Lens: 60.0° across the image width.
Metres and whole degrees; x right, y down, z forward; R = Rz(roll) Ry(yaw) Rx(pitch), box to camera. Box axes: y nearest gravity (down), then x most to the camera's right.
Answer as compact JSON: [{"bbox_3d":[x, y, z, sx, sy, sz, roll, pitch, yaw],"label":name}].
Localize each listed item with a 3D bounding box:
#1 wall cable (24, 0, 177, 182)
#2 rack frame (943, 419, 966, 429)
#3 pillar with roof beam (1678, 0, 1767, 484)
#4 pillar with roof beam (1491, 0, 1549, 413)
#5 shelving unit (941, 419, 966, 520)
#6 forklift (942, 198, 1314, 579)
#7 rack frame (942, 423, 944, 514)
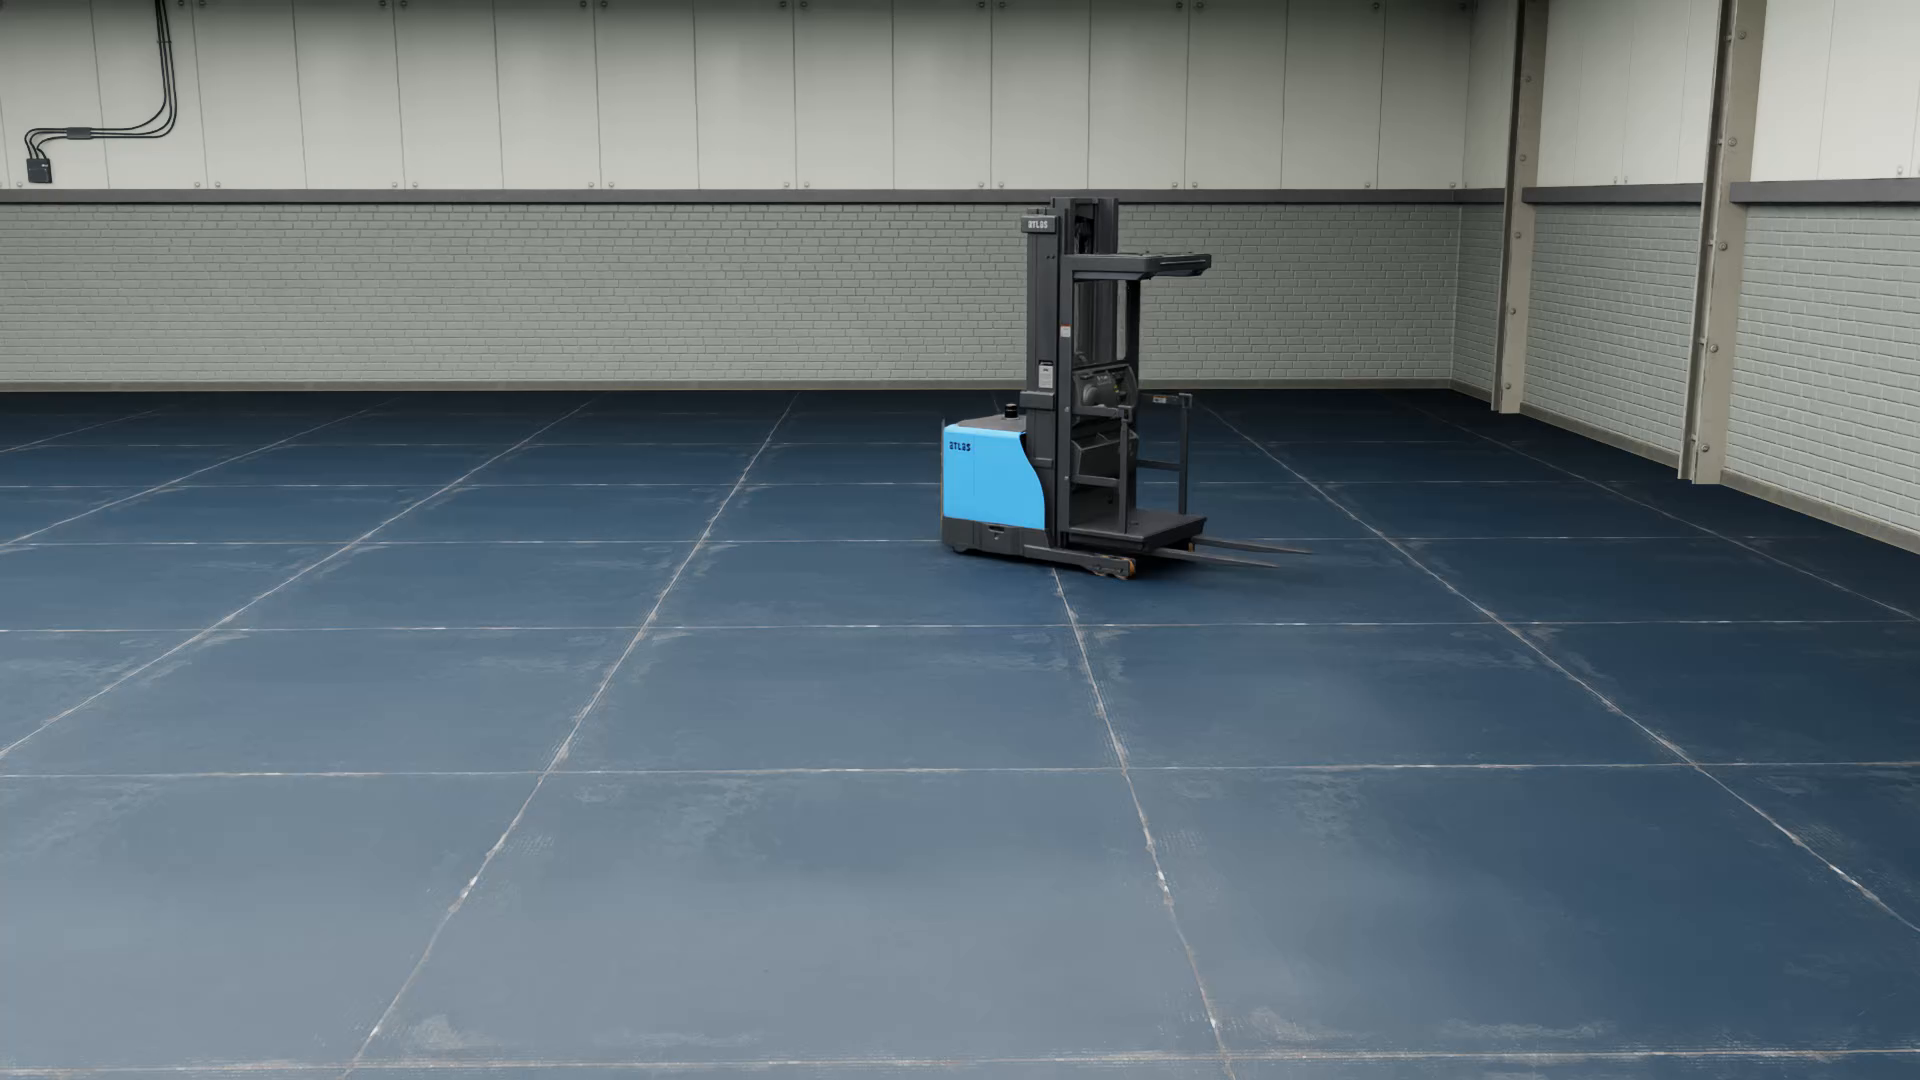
[{"bbox_3d":[-13.011,-8.393,24.744,2.305,6.003,0.169,0,11,-1],"label":"wall cable"},{"bbox_3d":[-0.049,-0.537,14.567,0.200,1.050,0.008,0,11,1],"label":"rack frame"},{"bbox_3d":[3.549,-5.019,16.664,9.100,9.000,0.400,0,11,-1],"label":"pillar with roof beam"},{"bbox_3d":[3.425,-6.211,22.543,9.100,9.000,0.400,0,11,-1],"label":"pillar with roof beam"},{"bbox_3d":[-0.052,-0.513,14.447,0.215,1.050,0.252,0,11,1],"label":"shelving unit"},{"bbox_3d":[1.344,-1.247,13.334,3.031,2.935,1.130,8,14,35],"label":"forklift"},{"bbox_3d":[-0.056,-0.489,14.328,0.200,1.050,0.008,0,11,1],"label":"rack frame"}]
